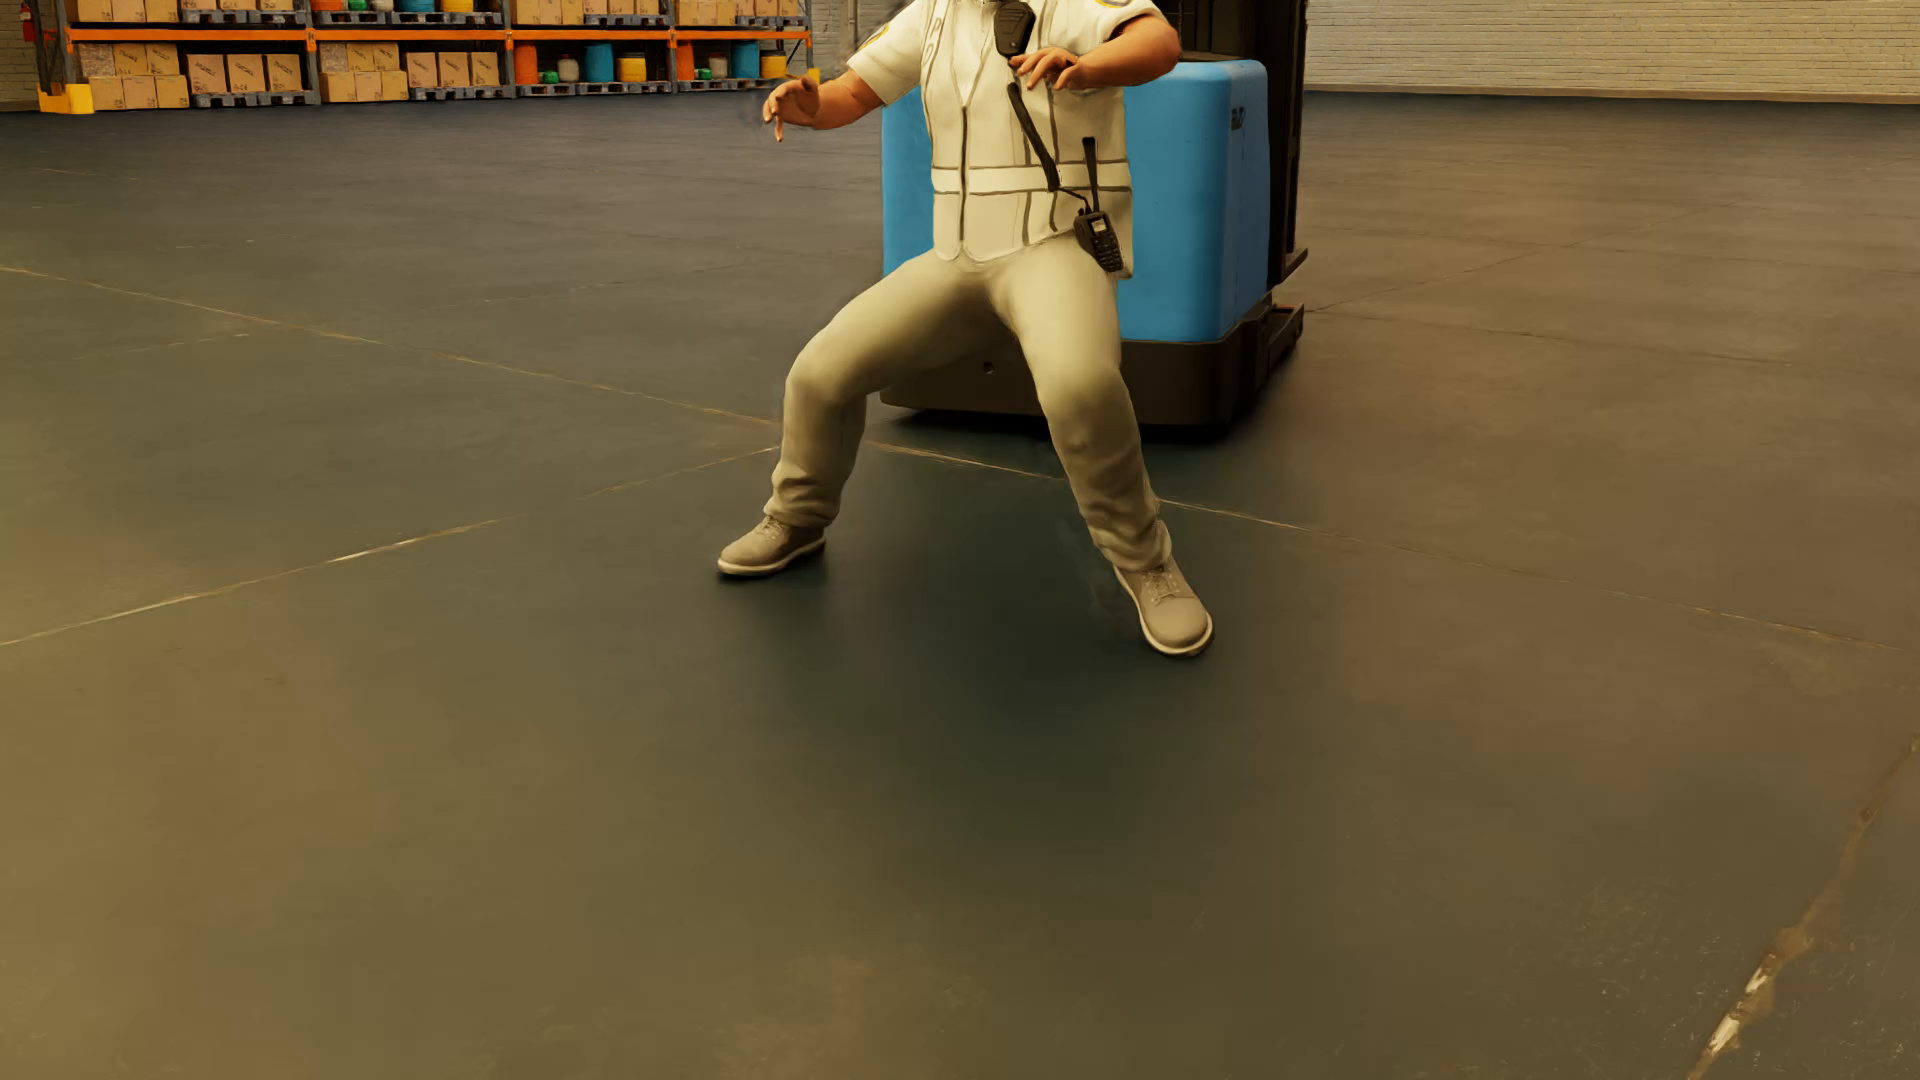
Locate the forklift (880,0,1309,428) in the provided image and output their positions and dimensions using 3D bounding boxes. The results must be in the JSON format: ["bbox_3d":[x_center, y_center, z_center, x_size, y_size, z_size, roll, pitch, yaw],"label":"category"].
[{"bbox_3d":[0.690,-2.116,5.865,1.130,2.935,3.031,5,18,17],"label":"forklift"}]

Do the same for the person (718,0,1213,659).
[{"bbox_3d":[0.023,-0.604,3.309,0.746,1.521,1.144,-15,23,-41],"label":"person"}]
